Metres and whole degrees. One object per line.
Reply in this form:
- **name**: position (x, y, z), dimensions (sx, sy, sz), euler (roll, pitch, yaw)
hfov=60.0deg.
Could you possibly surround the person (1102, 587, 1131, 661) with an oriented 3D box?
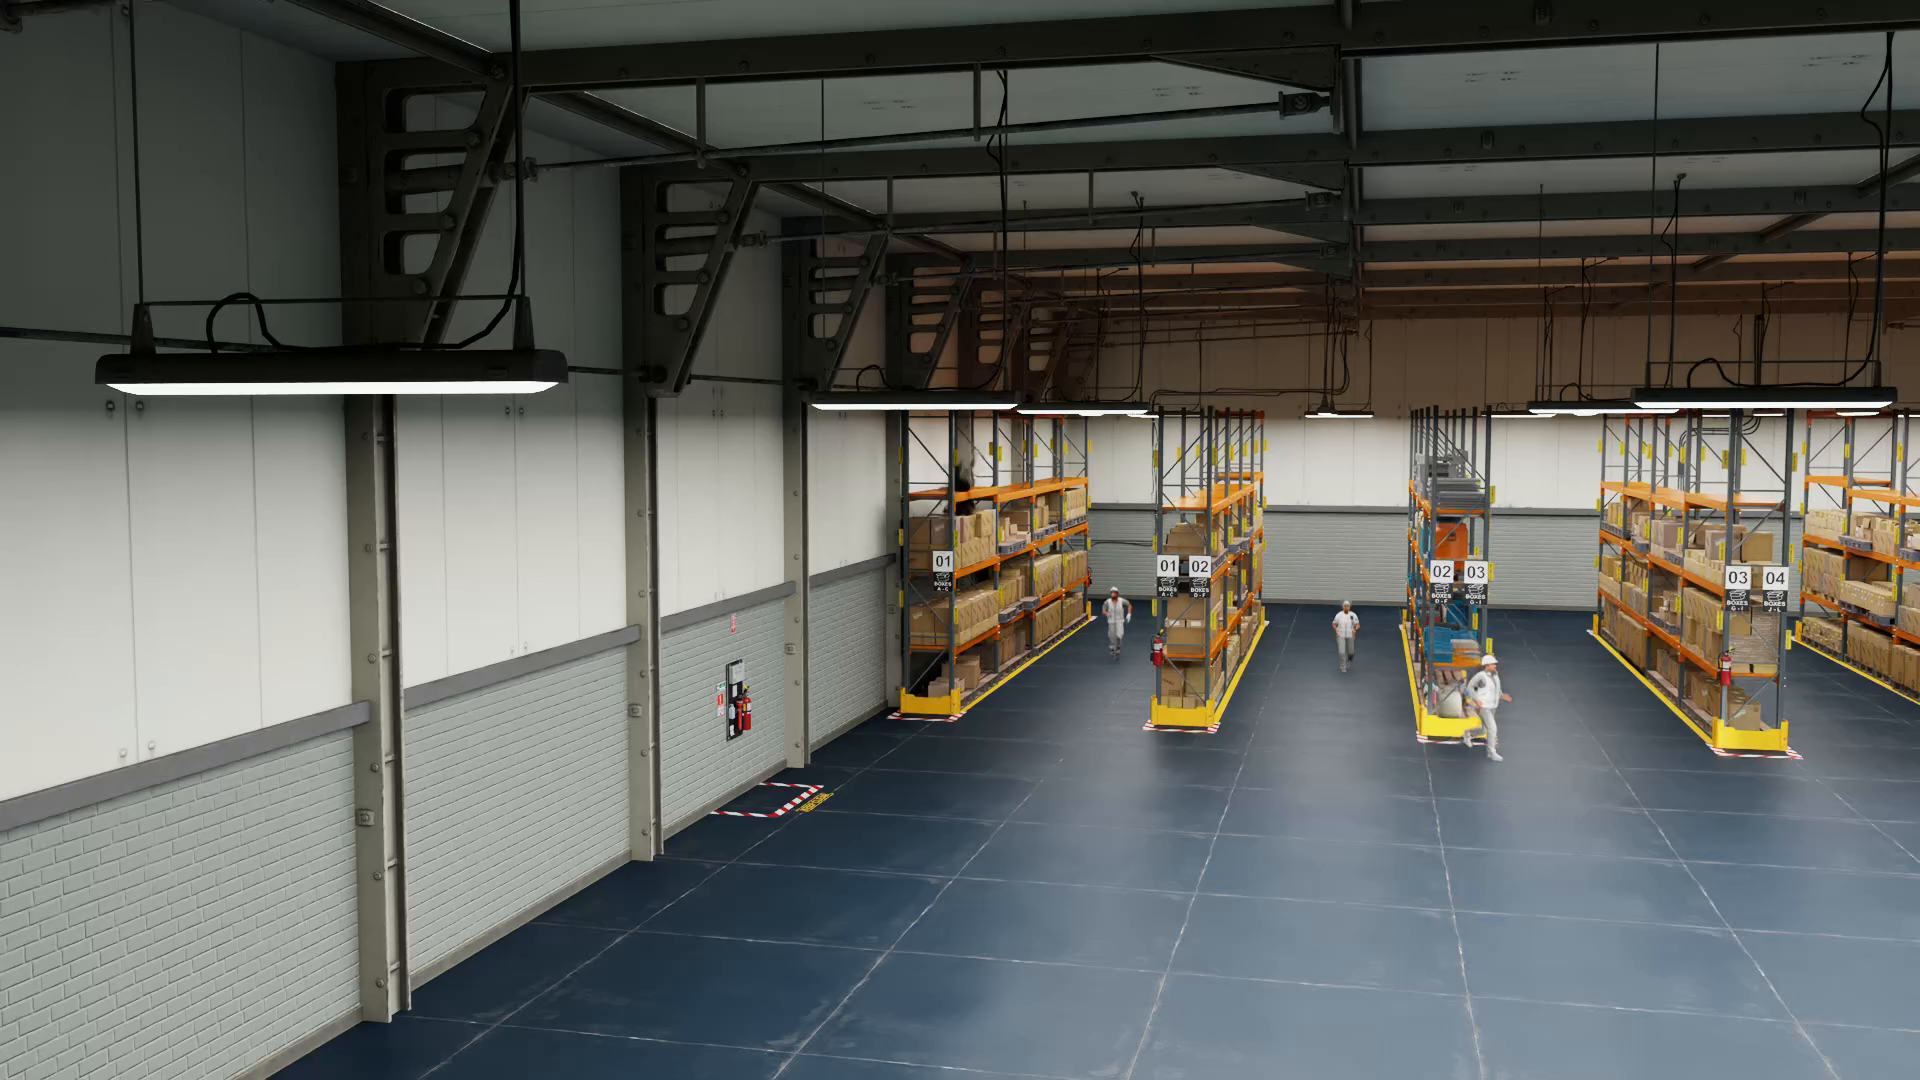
- **person**: position (3.715, 1.987, 39.519), dimensions (0.675, 1.748, 0.852), euler (1, 4, 11)

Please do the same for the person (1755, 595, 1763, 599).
- **person**: position (20.255, 1.937, 42.102), dimensions (0.539, 1.563, 0.552), euler (1, 4, 18)

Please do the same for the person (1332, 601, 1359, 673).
- **person**: position (8.777, 2.200, 37.850), dimensions (0.605, 1.615, 0.539), euler (1, 4, 11)

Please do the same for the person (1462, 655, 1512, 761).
- **person**: position (8.898, 2.822, 28.326), dimensions (0.644, 1.756, 0.887), euler (-3, 5, -38)
